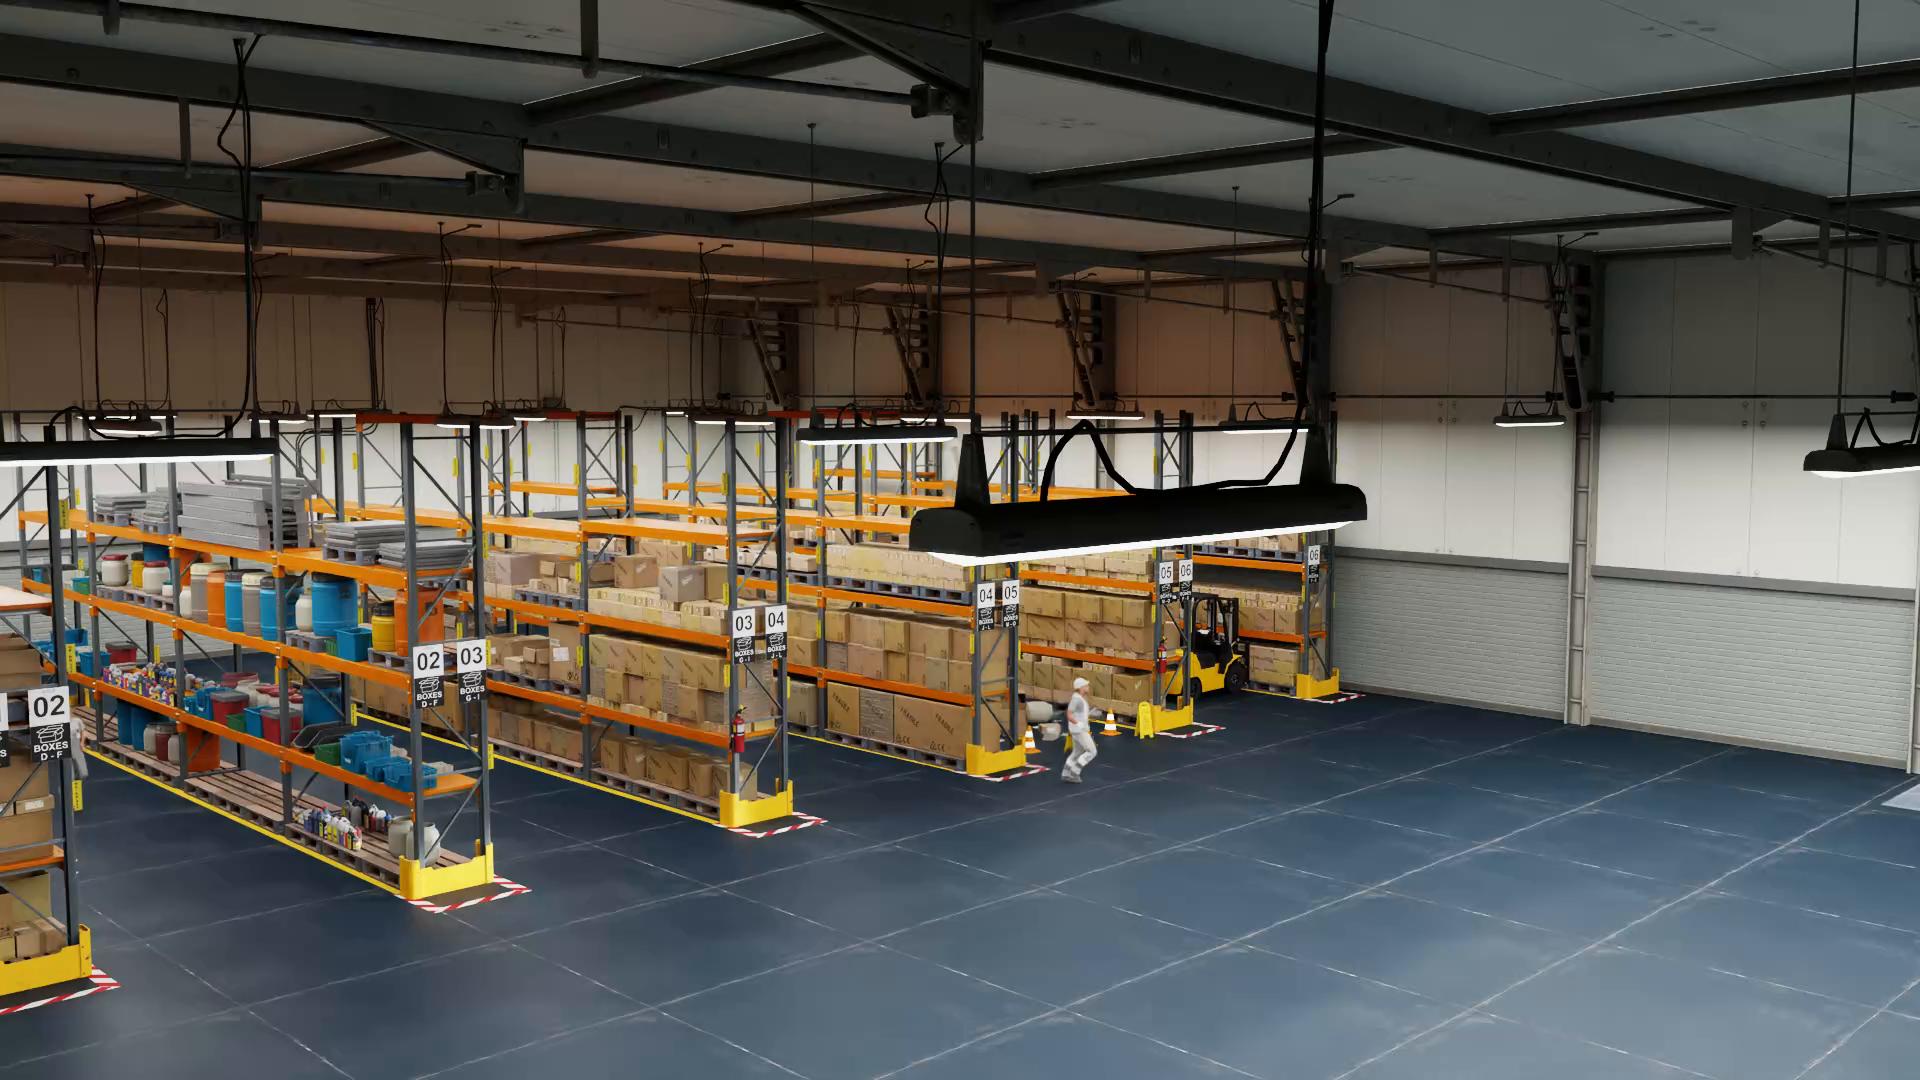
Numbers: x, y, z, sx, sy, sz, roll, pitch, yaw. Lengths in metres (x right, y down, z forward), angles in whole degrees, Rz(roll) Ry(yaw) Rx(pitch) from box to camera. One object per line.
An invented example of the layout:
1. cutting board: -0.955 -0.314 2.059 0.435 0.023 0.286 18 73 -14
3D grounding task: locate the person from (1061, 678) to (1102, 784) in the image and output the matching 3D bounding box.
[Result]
1. person: 1.988 3.109 27.033 0.661 1.761 0.664 0 5 1

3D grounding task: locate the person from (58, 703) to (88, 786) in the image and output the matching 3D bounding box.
1. person: -13.667 3.305 25.550 0.577 1.609 0.560 4 7 42
